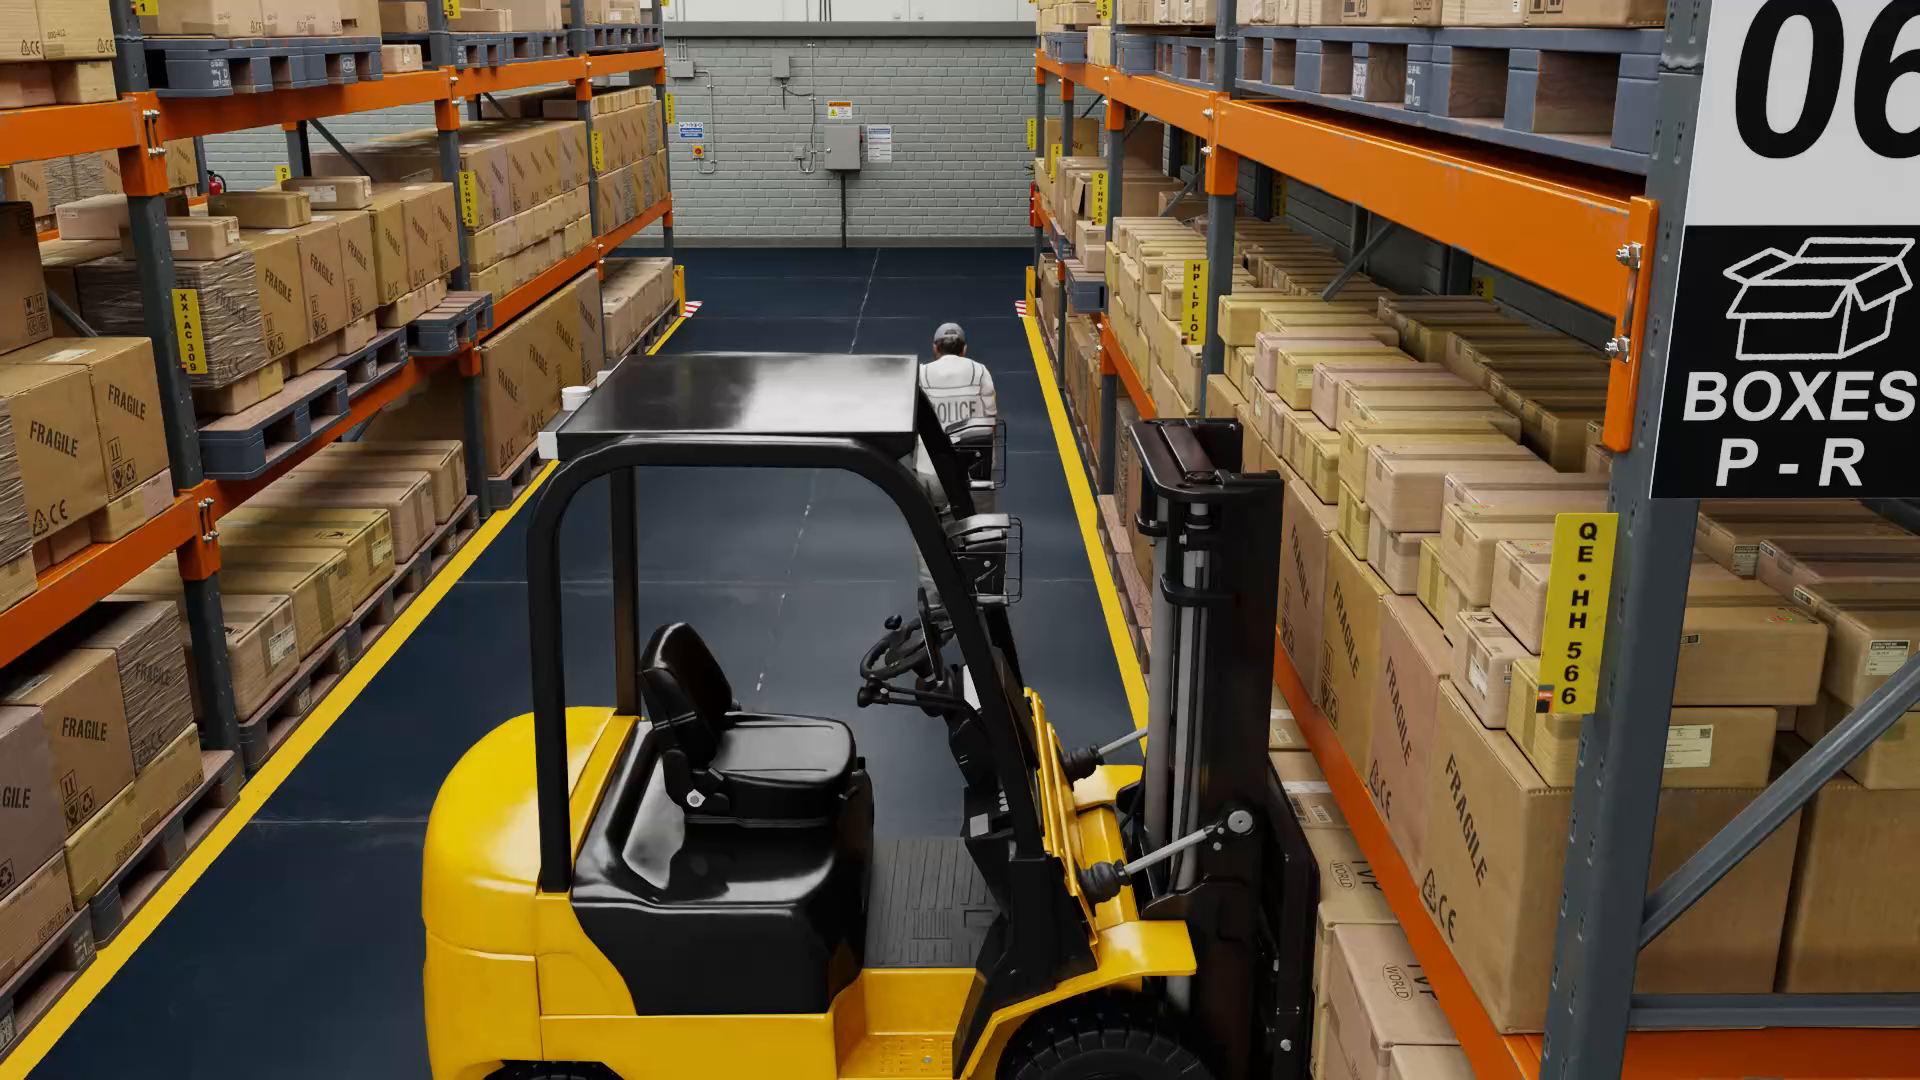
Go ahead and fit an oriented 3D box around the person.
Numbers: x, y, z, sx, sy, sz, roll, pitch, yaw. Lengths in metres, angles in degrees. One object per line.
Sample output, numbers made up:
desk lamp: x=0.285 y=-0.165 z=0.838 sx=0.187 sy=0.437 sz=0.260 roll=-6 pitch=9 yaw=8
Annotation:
person: x=-0.055 y=-0.382 z=9.005 sx=0.519 sy=1.541 sz=0.591 roll=0 pitch=17 yaw=2
